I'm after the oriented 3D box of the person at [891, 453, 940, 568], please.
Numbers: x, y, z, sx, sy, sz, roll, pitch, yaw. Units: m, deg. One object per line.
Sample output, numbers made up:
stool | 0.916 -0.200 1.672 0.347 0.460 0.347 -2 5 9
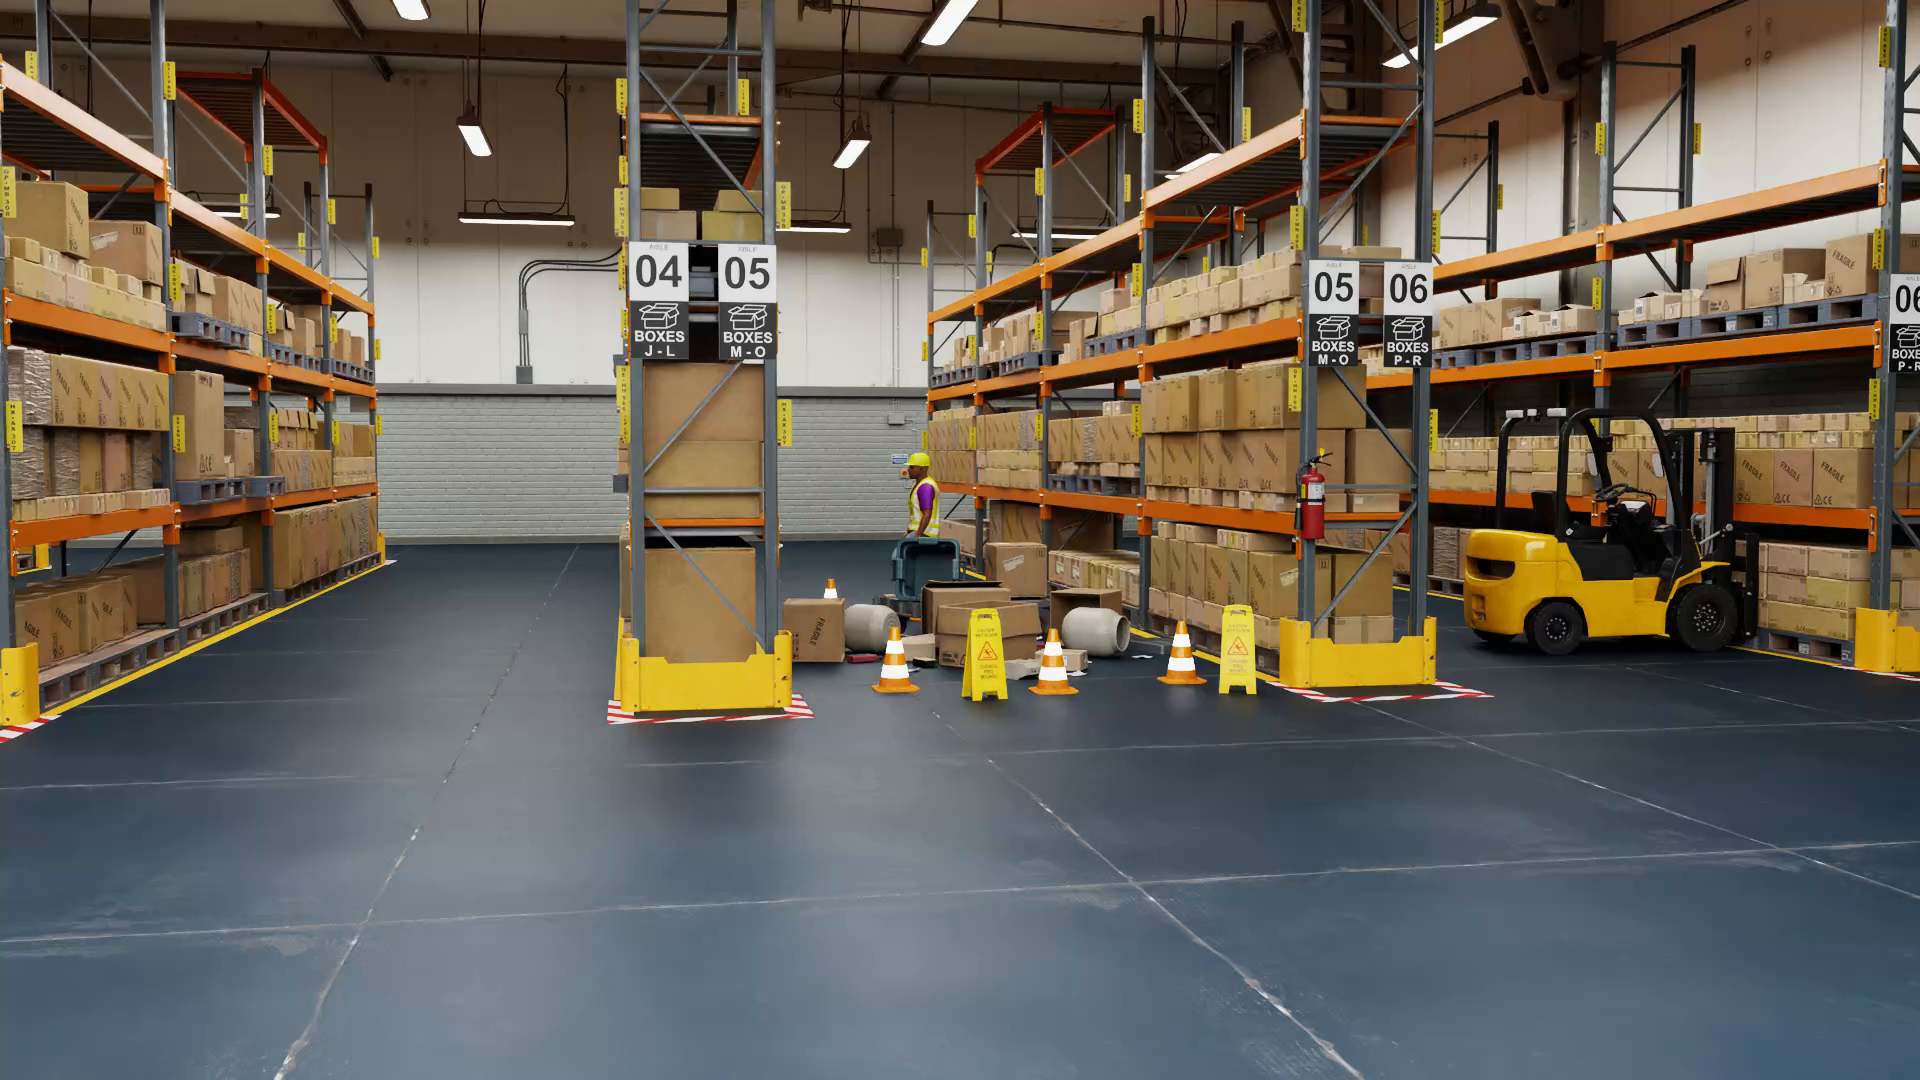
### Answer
person | -0.493 -0.045 17.749 0.550 1.764 0.628 -1 3 -11
